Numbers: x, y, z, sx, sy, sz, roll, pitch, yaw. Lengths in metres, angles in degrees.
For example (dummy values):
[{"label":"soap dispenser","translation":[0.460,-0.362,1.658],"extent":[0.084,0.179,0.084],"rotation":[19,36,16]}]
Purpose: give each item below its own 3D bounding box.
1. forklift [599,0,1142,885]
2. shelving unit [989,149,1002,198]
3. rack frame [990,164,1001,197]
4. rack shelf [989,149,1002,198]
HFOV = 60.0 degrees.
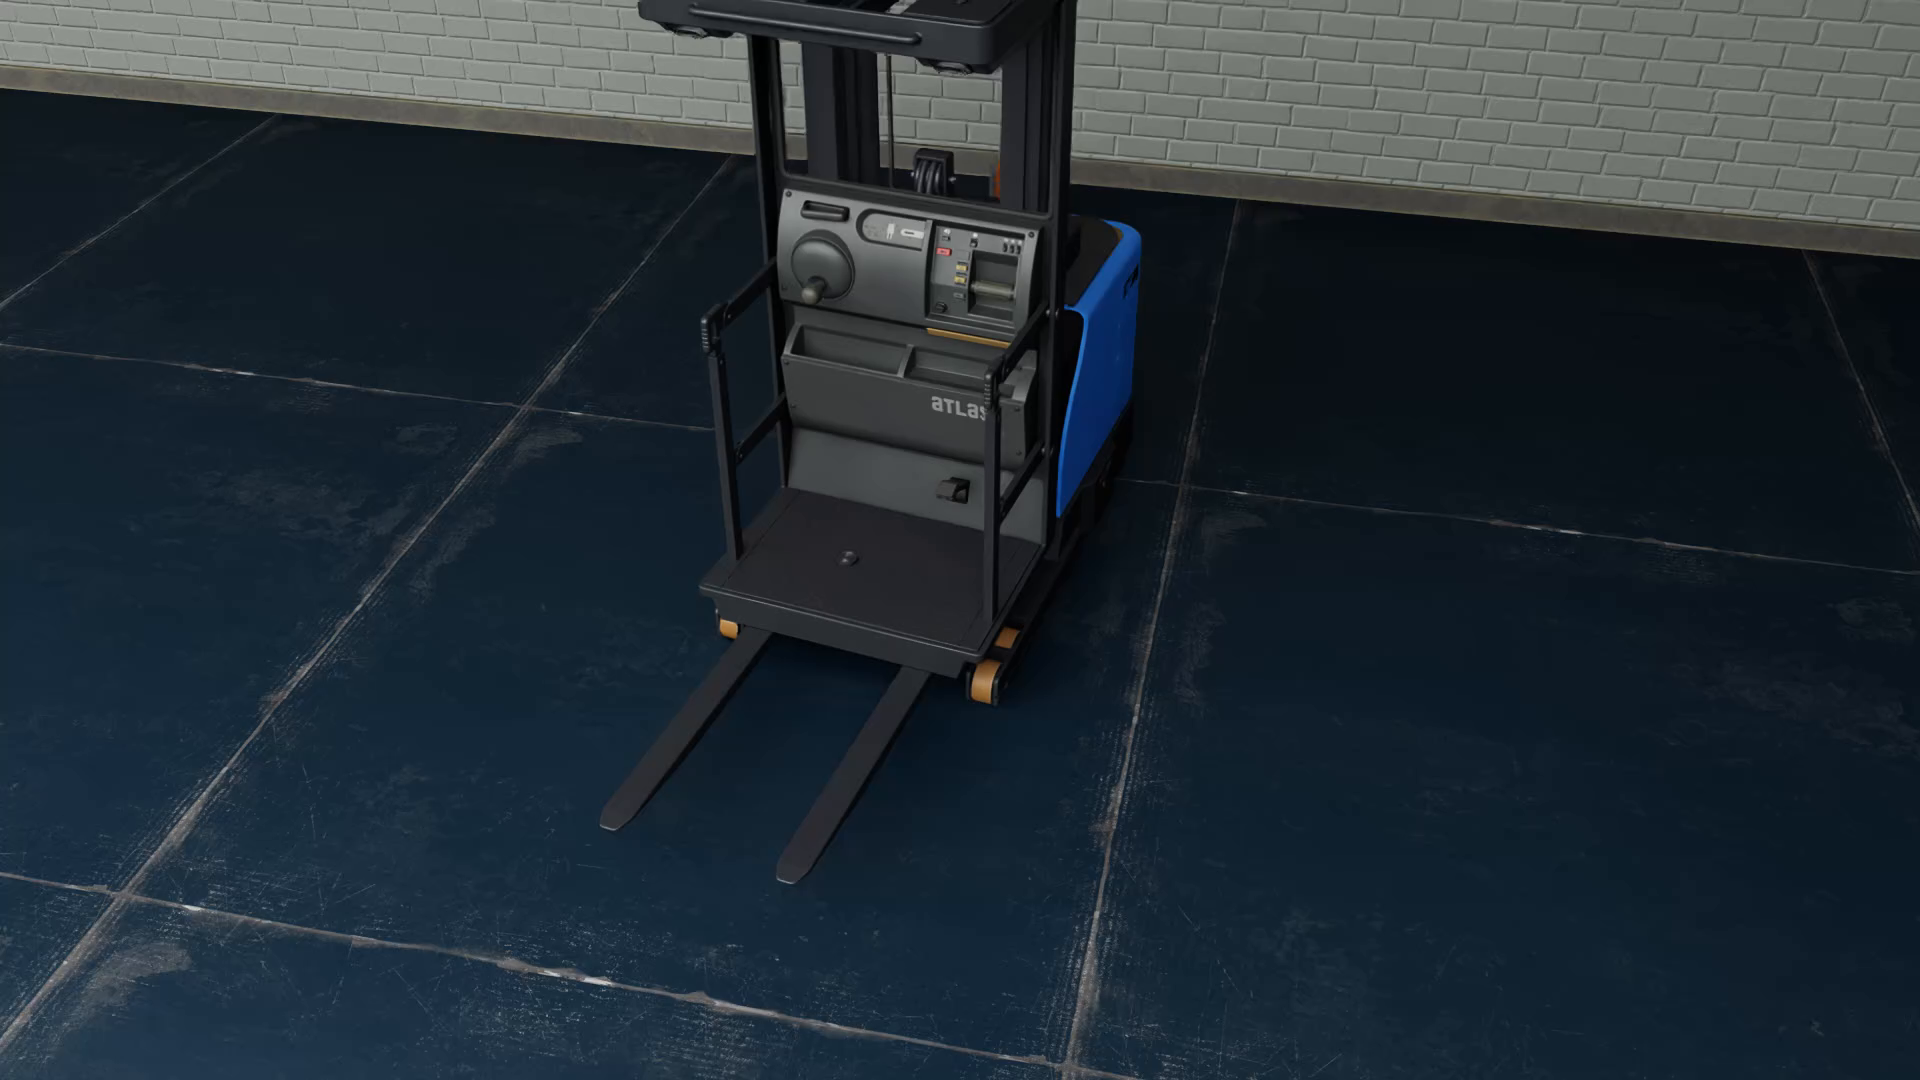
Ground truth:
[{"label":"forklift","translation":[-0.260,-0.879,5.465],"extent":[1.130,2.935,3.031],"rotation":[13,38,17]},{"label":"shelving unit","translation":[0.275,-1.192,7.372],"extent":[0.258,1.200,0.503],"rotation":[4,36,6]},{"label":"rack frame","translation":[0.244,-1.050,7.176],"extent":[0.240,1.200,0.015],"rotation":[4,36,6]},{"label":"rack shelf","translation":[0.275,-1.510,7.142],"extent":[0.258,0.148,0.480],"rotation":[4,36,6]}]
